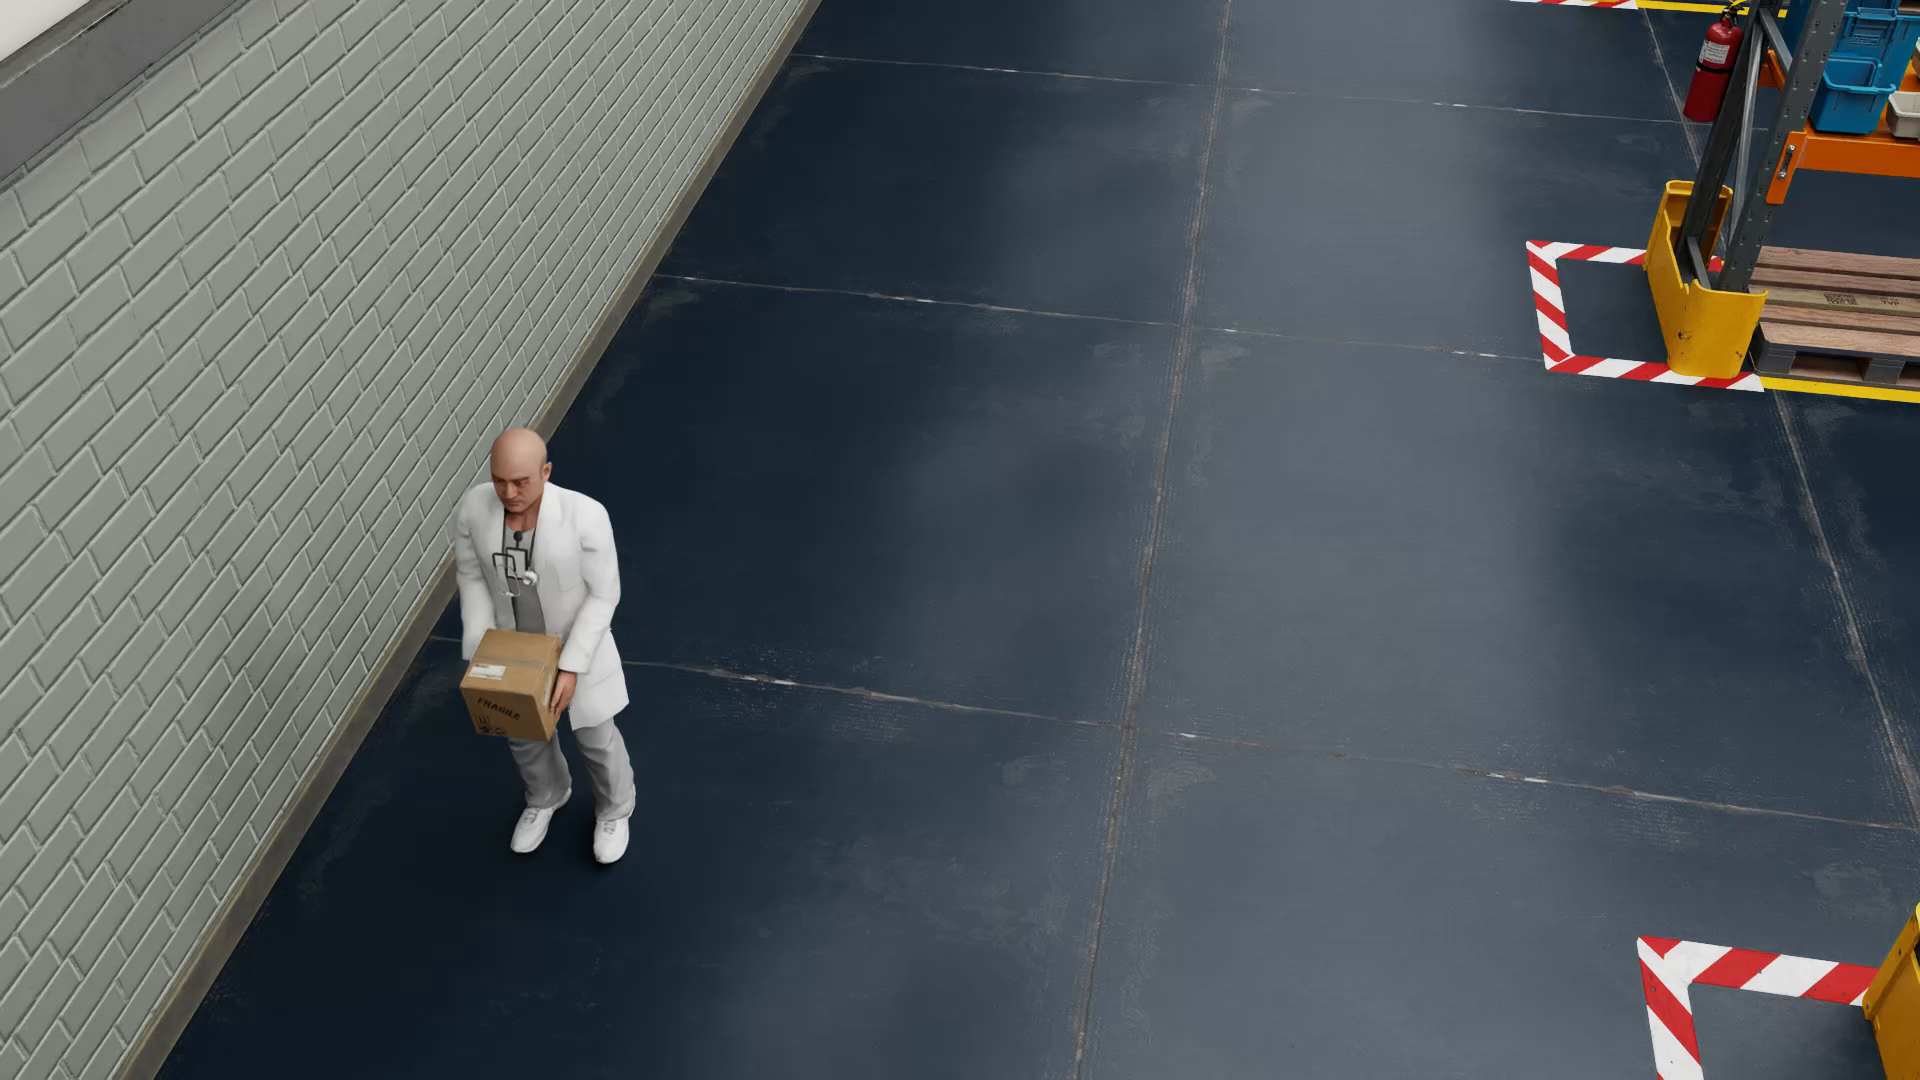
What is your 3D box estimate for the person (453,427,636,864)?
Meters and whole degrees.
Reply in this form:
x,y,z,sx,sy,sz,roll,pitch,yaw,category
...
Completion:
x,y,z,sx,sy,sz,roll,pitch,yaw,category
-1.420,0.422,5.659,0.563,1.782,0.508,6,40,7,person
